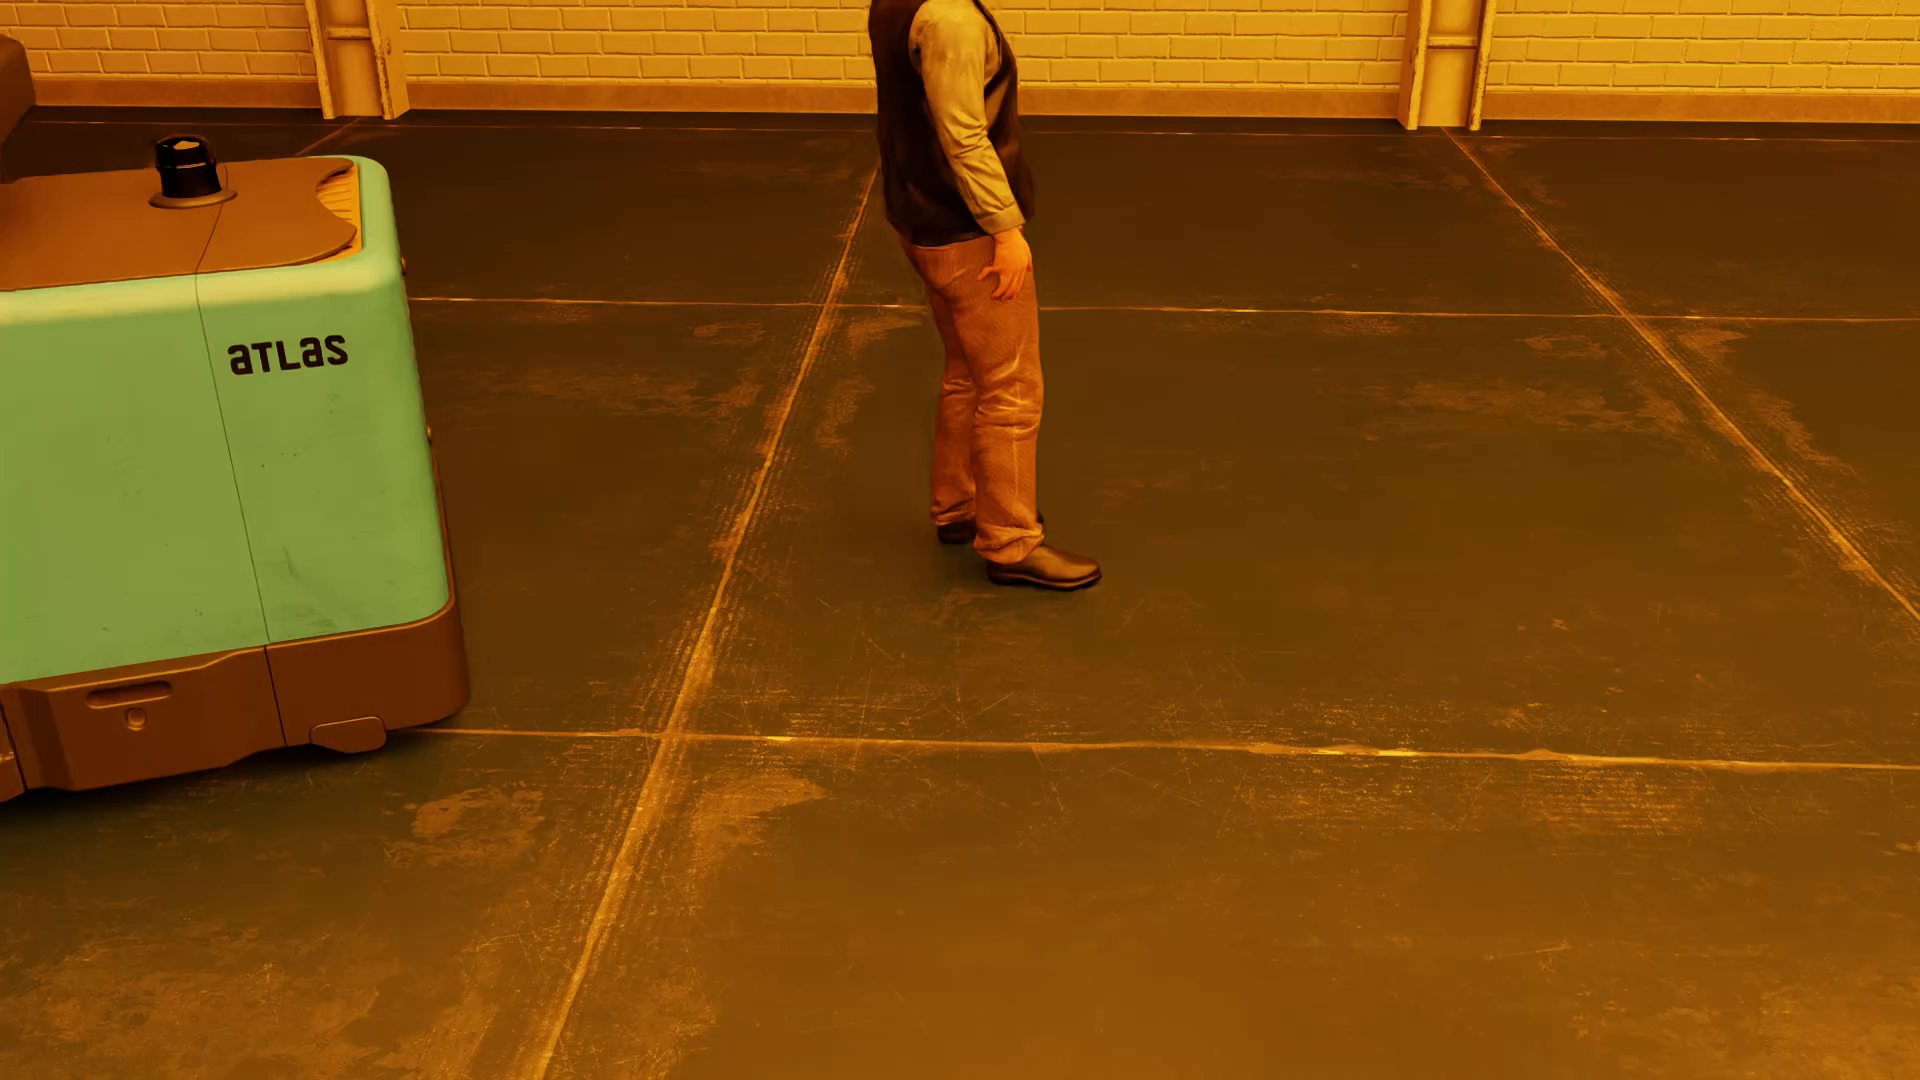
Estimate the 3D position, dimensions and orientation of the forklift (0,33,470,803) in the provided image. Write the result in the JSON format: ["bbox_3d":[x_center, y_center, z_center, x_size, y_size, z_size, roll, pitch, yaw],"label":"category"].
[{"bbox_3d":[-2.653,-0.875,2.983,3.031,2.935,1.130,-8,27,-17],"label":"forklift"}]

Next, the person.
[{"bbox_3d":[0.044,-0.766,4.133,0.476,1.719,0.698,-8,27,-15],"label":"person"}]
